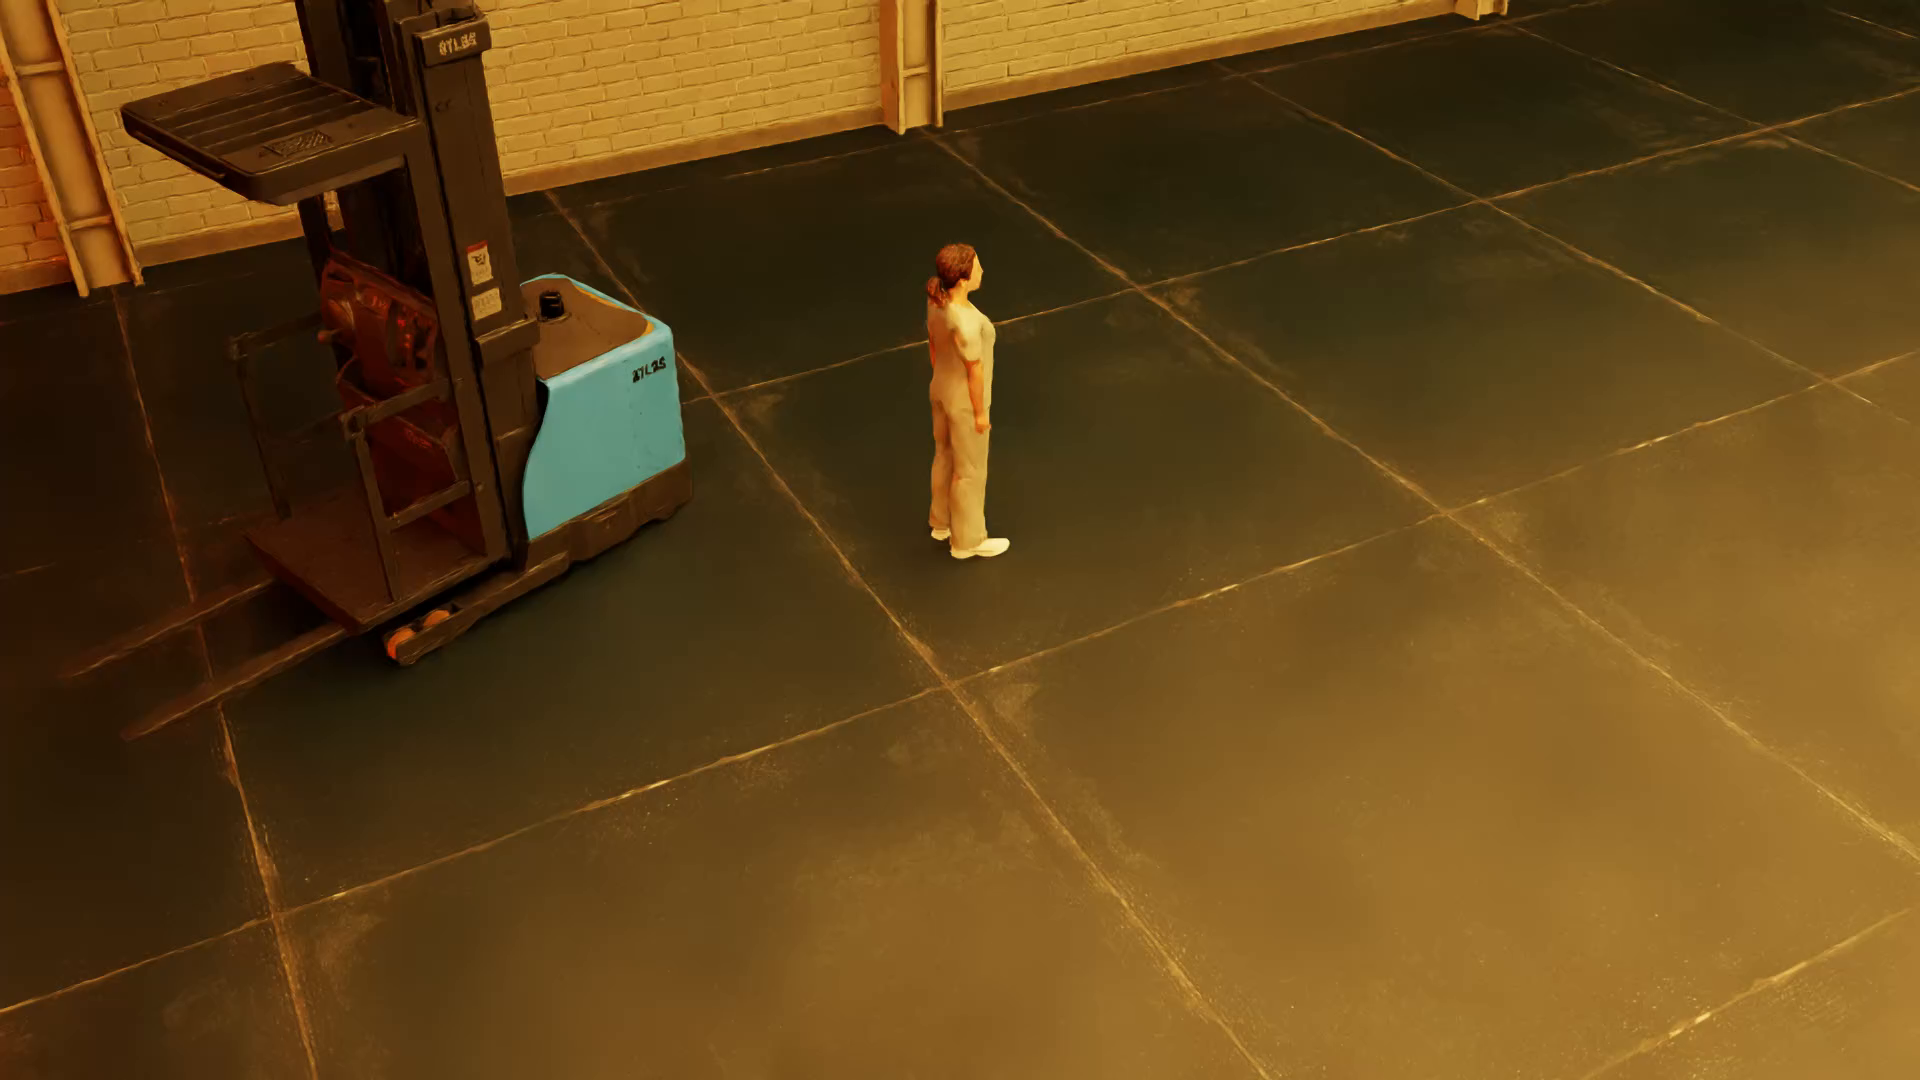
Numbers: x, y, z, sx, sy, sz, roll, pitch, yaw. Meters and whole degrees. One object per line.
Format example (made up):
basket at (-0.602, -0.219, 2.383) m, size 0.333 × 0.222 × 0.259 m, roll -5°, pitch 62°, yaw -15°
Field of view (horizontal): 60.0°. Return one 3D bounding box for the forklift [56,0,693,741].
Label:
forklift at (-2.785, -0.942, 7.456) m, size 1.130 × 2.935 × 3.031 m, roll 27°, pitch 44°, yaw 33°

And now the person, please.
person at (0.007, -0.686, 8.184) m, size 0.365 × 1.673 × 0.432 m, roll -17°, pitch 39°, yaw -23°
